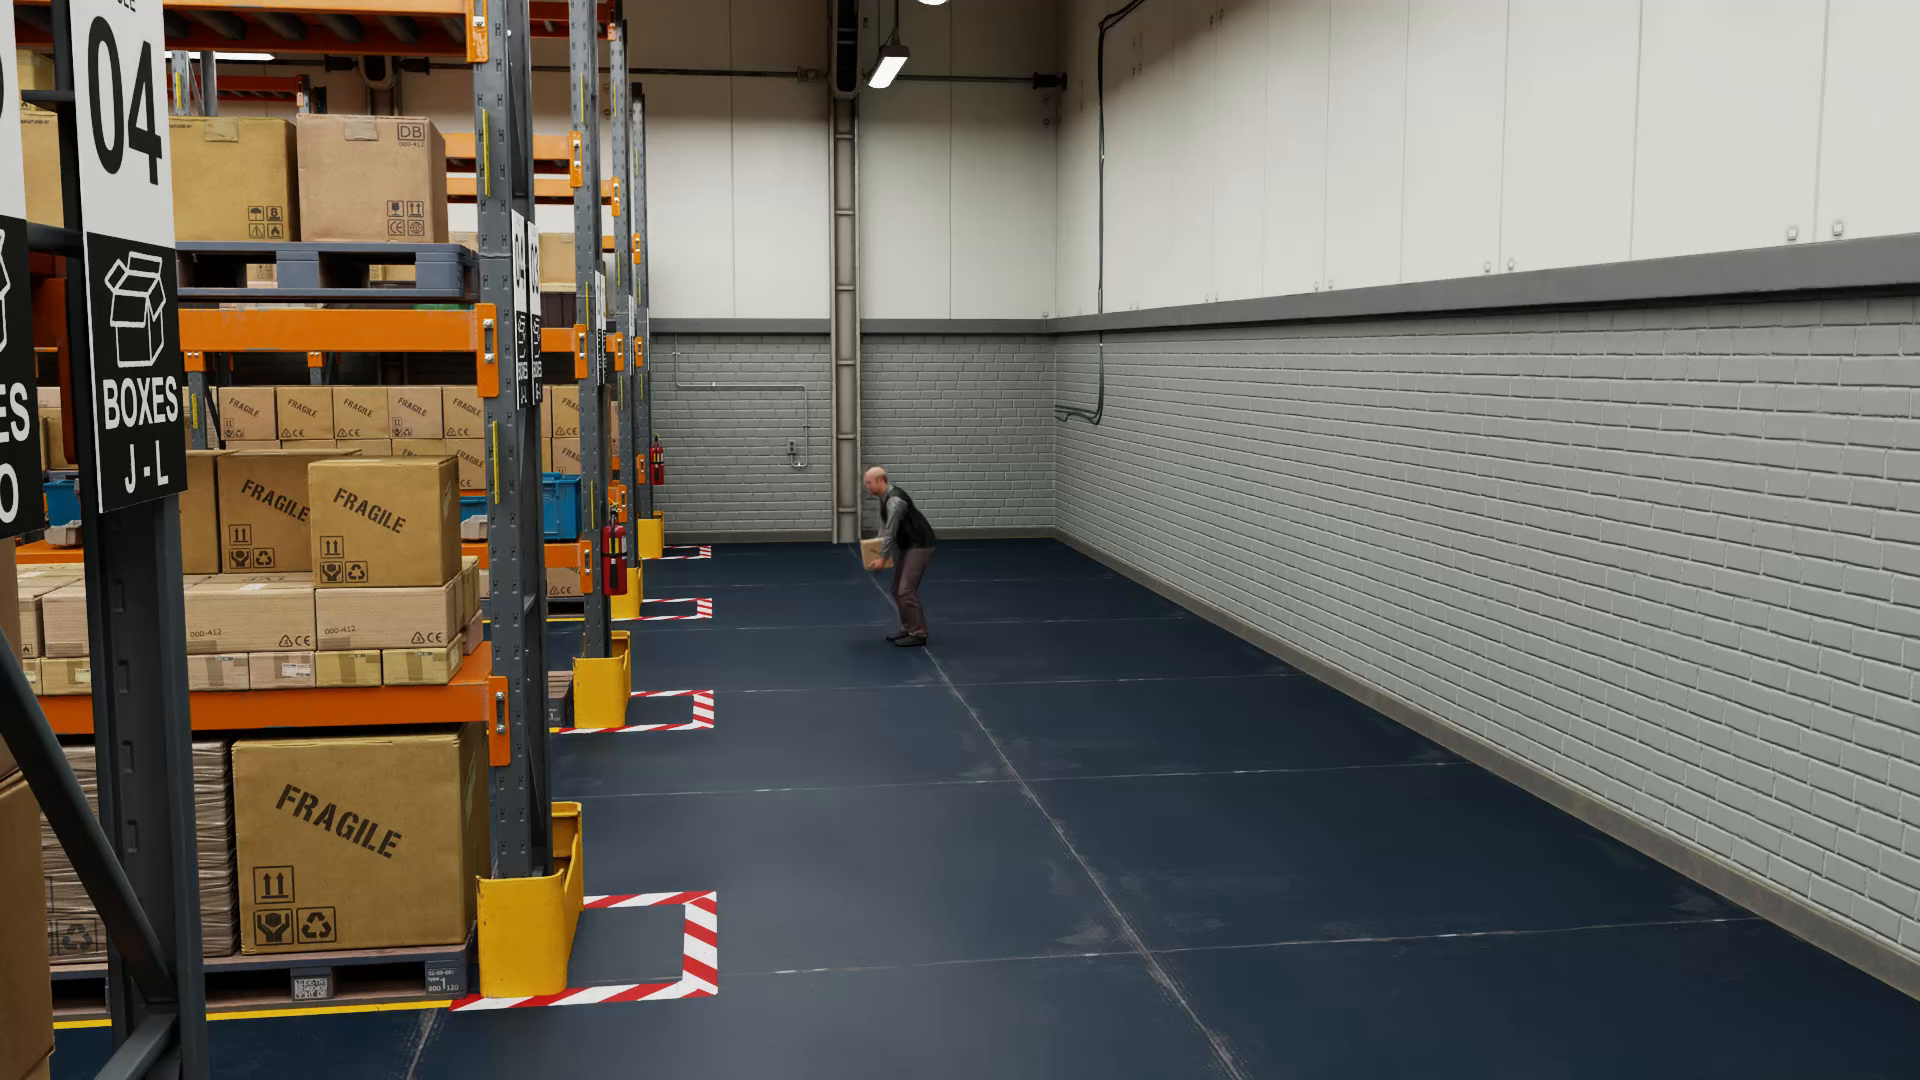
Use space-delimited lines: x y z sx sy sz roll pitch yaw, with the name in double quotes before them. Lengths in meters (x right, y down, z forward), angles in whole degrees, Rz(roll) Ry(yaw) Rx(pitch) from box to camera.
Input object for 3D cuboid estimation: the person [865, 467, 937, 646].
"person" -0.538 0.142 15.065 0.644 1.616 0.473 -1 7 -10
